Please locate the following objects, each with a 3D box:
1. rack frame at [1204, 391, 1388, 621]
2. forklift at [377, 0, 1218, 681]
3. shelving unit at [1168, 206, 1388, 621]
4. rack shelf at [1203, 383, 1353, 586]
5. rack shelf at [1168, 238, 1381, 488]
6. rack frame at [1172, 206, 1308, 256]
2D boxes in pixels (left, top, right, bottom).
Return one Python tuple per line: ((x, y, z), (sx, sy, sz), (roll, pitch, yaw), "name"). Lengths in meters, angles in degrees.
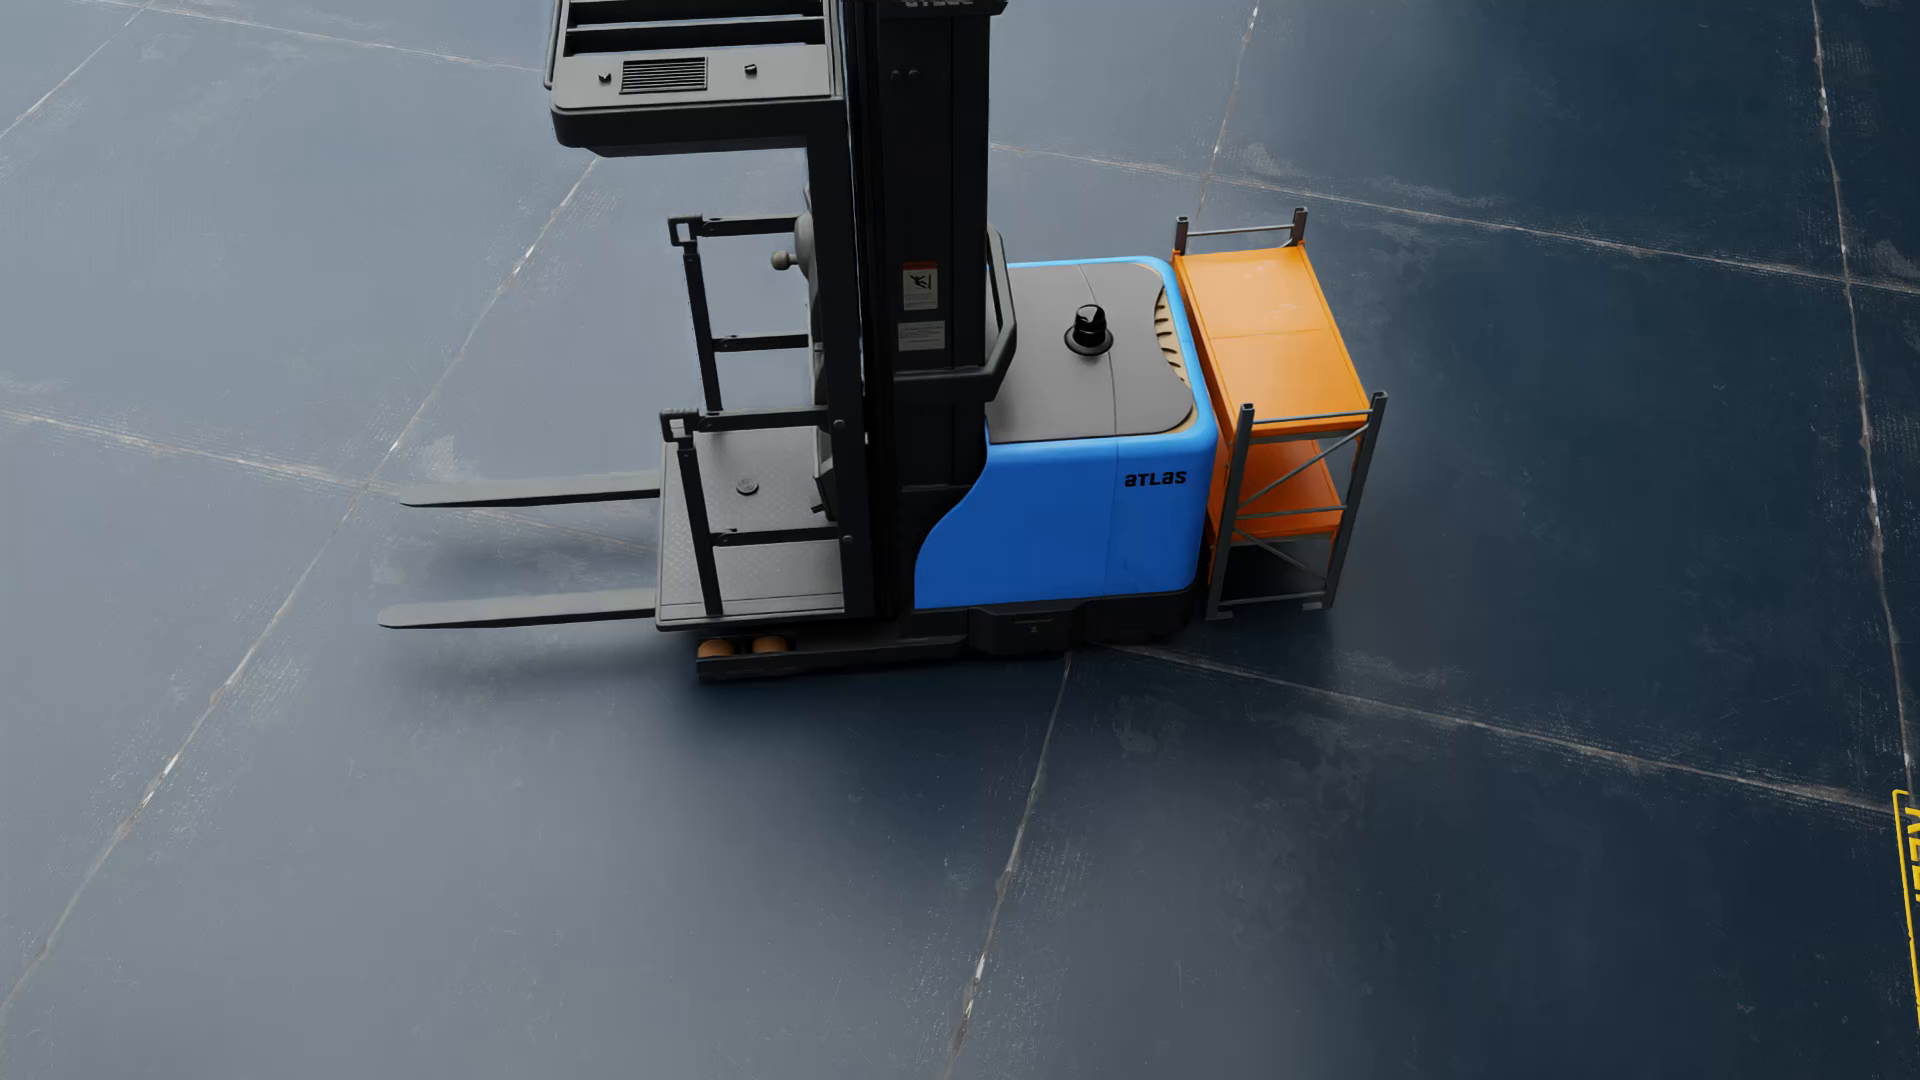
((1.190, -0.097, 6.004), (0.500, 1.125, 0.032), (-5, 49, -5), "rack frame")
((-0.661, -0.864, 5.477), (3.031, 2.935, 1.130), (-4, 49, -3), "forklift")
((1.126, -0.475, 6.338), (0.538, 1.125, 1.048), (-5, 49, -5), "shelving unit")
((1.126, -0.313, 6.521), (0.538, 0.278, 1.000), (-5, 49, -5), "rack shelf")
((1.126, -0.669, 6.118), (0.538, 0.278, 1.000), (-5, 49, -5), "rack shelf")
((1.061, -0.853, 6.671), (0.500, 1.125, 0.032), (-5, 49, -5), "rack frame")
